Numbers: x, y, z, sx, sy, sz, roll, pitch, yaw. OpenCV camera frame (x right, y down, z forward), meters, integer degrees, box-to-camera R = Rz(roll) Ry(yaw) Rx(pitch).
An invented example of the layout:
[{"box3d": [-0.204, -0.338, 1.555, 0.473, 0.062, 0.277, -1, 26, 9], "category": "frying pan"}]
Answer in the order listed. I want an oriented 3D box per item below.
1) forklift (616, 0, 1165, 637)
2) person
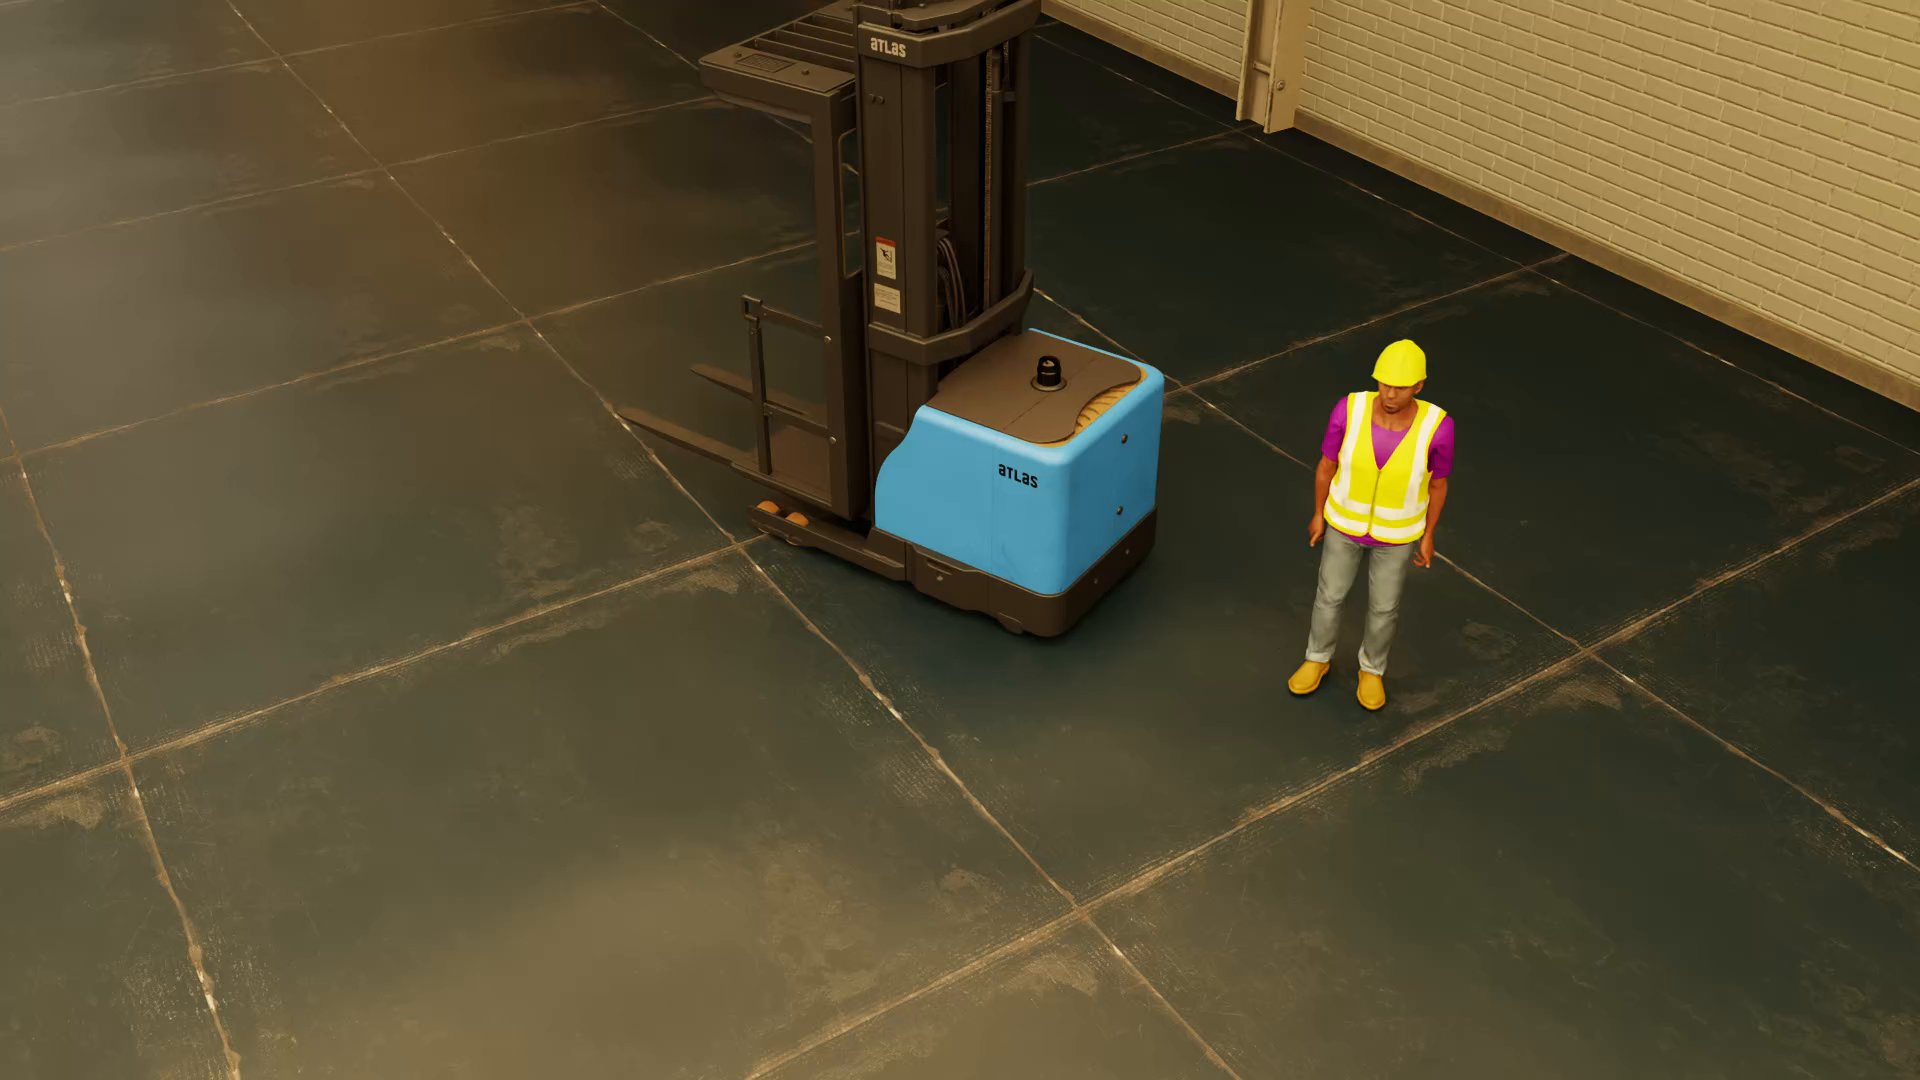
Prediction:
[{"box3d": [-0.500, -1.399, 8.138, 3.031, 2.935, 1.130, 22, 41, 28], "category": "forklift"}, {"box3d": [1.798, -0.055, 7.240, 0.554, 1.771, 0.371, 11, 37, 15], "category": "person"}]
